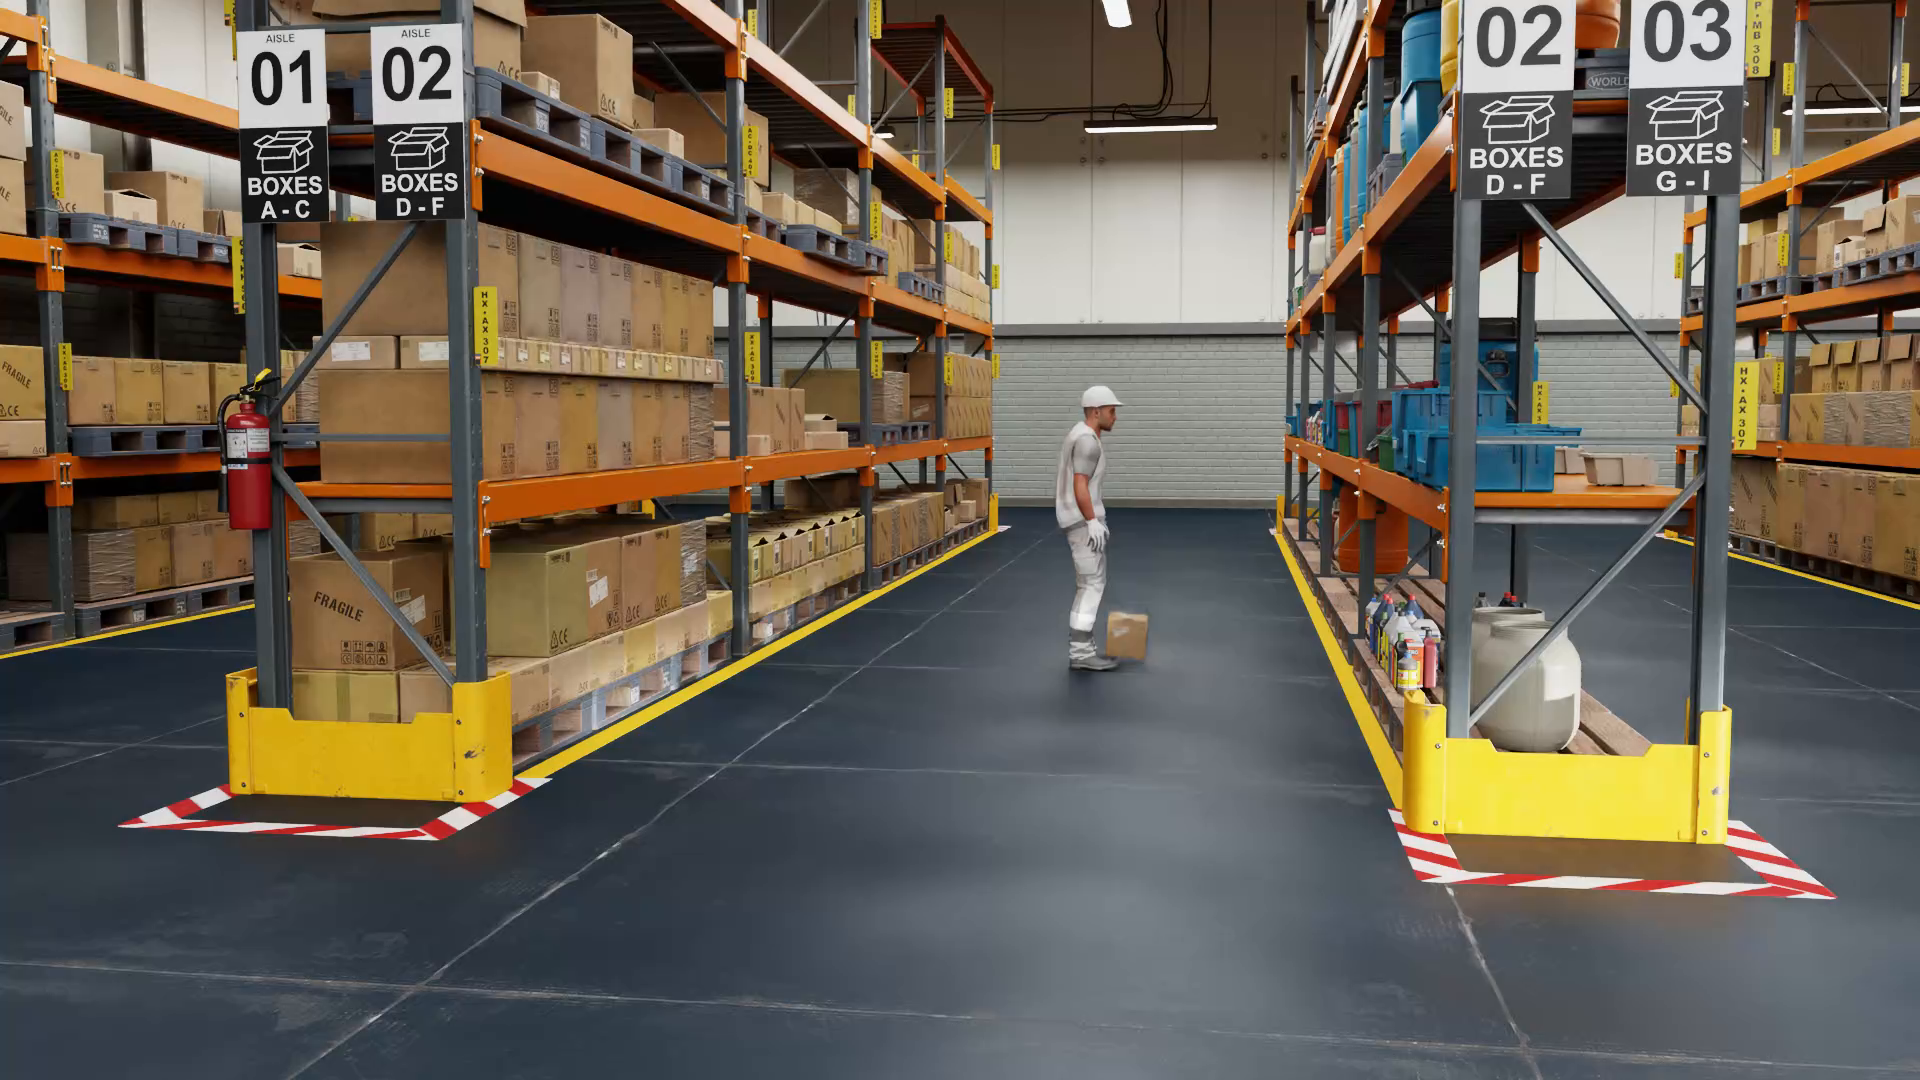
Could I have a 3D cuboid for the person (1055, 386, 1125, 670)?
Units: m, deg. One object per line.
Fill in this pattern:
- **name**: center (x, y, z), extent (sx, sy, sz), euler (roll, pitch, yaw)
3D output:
- **person**: center (0.828, -0.085, 10.578), extent (0.441, 1.780, 0.568), euler (1, 4, 7)
